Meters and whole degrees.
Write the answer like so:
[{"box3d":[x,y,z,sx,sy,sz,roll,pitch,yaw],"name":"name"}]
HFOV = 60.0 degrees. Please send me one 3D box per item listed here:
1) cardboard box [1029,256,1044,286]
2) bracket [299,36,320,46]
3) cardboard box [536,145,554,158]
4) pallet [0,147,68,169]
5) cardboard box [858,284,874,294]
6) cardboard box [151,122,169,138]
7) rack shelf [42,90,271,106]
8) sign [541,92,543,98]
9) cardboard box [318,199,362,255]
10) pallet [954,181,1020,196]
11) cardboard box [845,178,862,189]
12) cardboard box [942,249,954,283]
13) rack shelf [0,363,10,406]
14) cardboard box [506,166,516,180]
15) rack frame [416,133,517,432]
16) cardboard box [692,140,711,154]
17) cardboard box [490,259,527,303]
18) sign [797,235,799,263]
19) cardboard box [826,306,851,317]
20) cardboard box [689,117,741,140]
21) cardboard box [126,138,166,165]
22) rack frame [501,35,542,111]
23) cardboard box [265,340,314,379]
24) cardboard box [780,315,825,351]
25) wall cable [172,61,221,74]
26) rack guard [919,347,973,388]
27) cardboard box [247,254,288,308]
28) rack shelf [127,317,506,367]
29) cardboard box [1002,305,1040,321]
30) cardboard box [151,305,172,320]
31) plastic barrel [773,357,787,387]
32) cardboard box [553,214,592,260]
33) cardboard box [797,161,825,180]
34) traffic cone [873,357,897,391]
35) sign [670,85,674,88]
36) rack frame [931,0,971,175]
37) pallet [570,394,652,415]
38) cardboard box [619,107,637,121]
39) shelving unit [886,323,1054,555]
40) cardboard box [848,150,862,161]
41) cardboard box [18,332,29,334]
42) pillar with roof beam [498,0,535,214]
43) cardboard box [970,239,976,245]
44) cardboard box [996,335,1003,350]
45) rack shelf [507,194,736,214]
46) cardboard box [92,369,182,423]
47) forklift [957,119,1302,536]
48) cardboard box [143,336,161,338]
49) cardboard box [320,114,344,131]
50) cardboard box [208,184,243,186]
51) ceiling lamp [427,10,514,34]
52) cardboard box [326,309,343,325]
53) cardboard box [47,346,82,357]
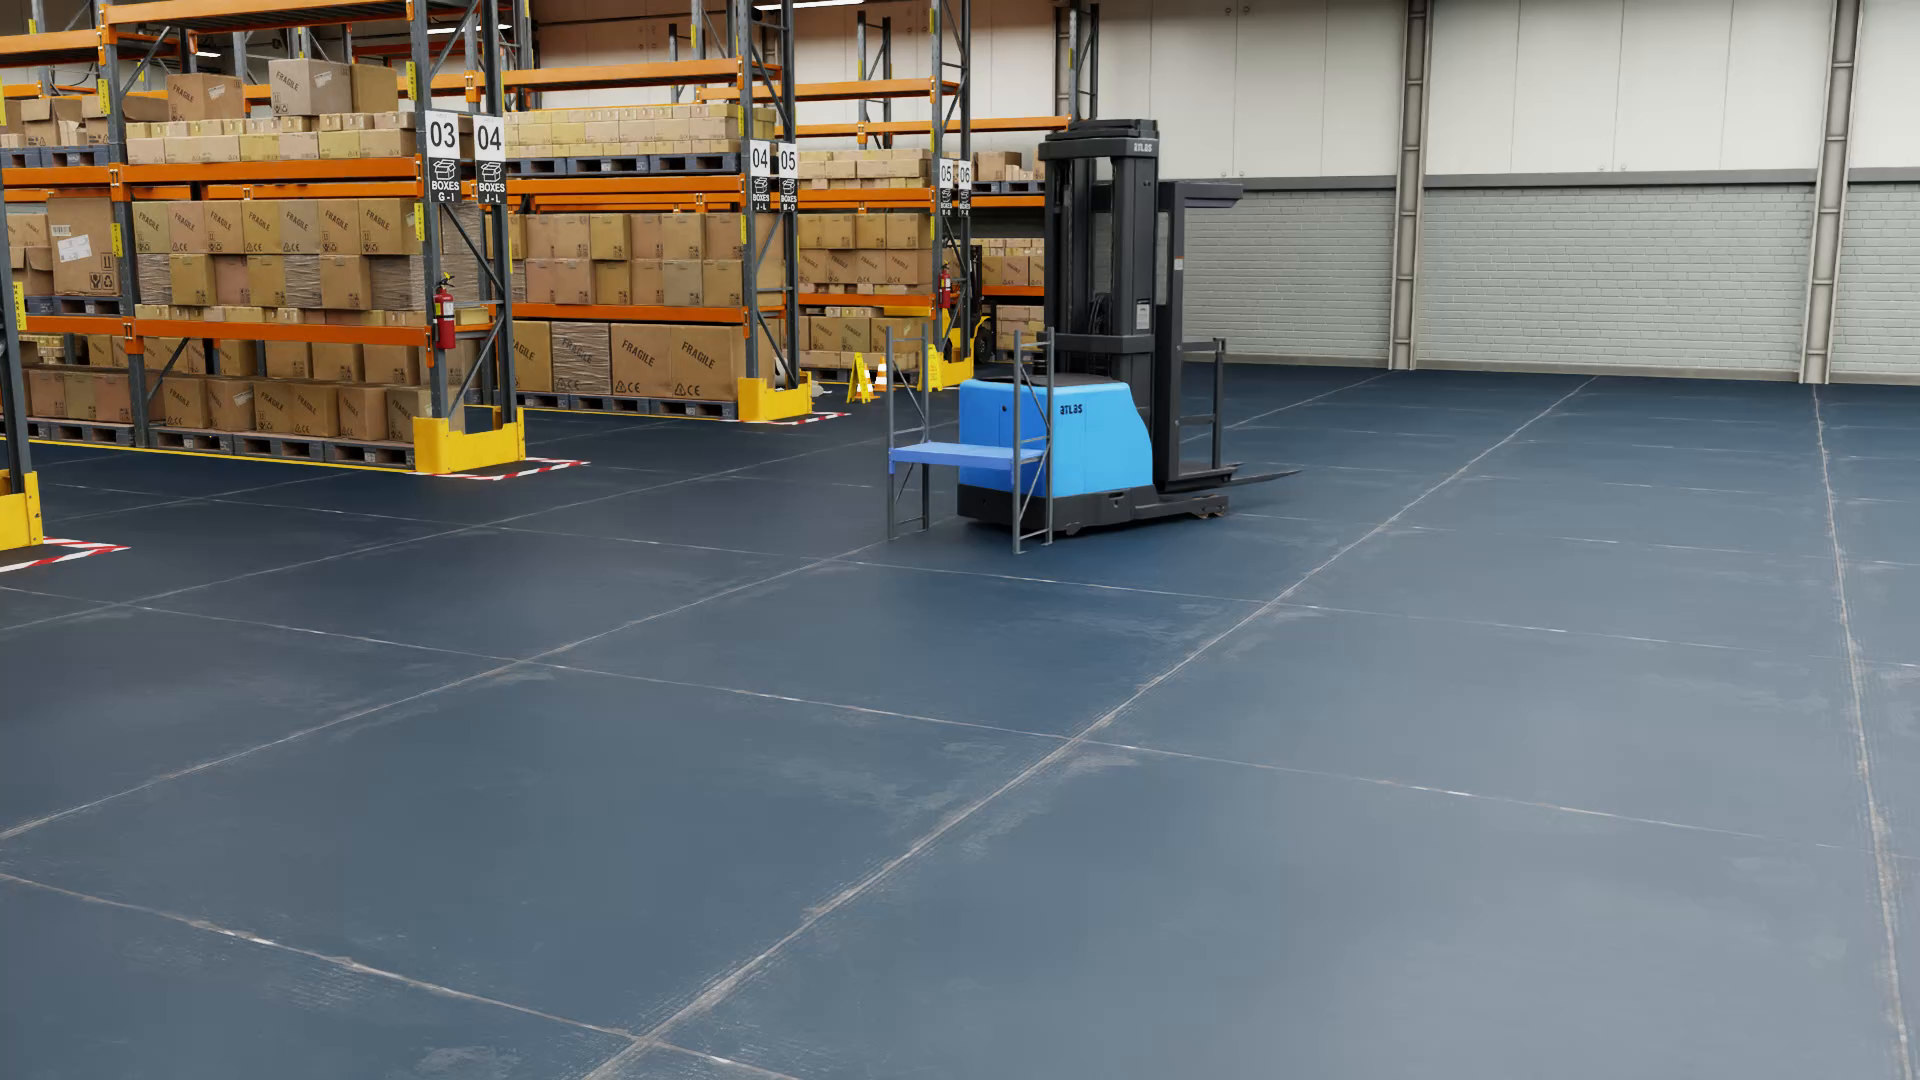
[{"box3d":[1.513,-4.591,28.393,0.500,0.500,0.500,5,11,25],"name":"cardboard box"},{"box3d":[-14.082,-10.796,36.006,0.430,0.232,0.235,5,11,26],"name":"bracket"},{"box3d":[-4.952,-4.734,20.287,0.250,0.149,0.380,5,11,25],"name":"cardboard box"},{"box3d":[-9.532,-4.015,17.595,1.003,0.211,1.213,5,11,26],"name":"pallet"},{"box3d":[-1.293,-3.665,24.262,0.250,0.149,0.380,5,12,27],"name":"cardboard box"},{"box3d":[-7.670,-3.998,16.276,0.250,0.149,0.380,4,11,23],"name":"cardboard box"},{"box3d":[-11.190,-6.143,23.545,4.000,0.370,1.077,5,11,26],"name":"rack shelf"},{"box3d":[-8.450,-9.069,33.505,0.005,0.325,0.100,5,11,26],"name":"sign"},{"box3d":[-5.561,-2.899,15.402,0.500,0.500,0.500,5,11,26],"name":"cardboard box"},{"box3d":[0.350,-6.133,29.021,1.213,0.211,1.003,5,11,26],"name":"pallet"},{"box3d":[-1.469,-5.171,24.162,0.250,0.149,0.380,5,11,25],"name":"cardboard box"},{"box3d":[-0.424,-4.029,24.453,0.500,0.500,0.500,5,11,25],"name":"cardboard box"},{"box3d":[-8.492,-1.182,11.857,4.000,0.370,1.077,5,11,26],"name":"rack shelf"},{"box3d":[-7.702,-6.121,27.238,0.637,0.503,0.797,4,11,22],"name":"cardboard box"},{"box3d":[-4.507,-2.169,15.293,0.127,3.000,1.000,5,11,26],"name":"rack frame"},{"box3d":[-2.896,-4.554,19.291,0.250,0.149,0.380,5,11,26],"name":"cardboard box"},{"box3d":[-5.473,-3.315,21.204,0.550,0.550,0.875,5,11,26],"name":"cardboard box"},{"box3d":[-1.971,-3.506,20.028,0.005,0.325,0.100,5,11,26],"name":"sign"},{"box3d":[-1.775,-3.375,24.568,0.250,0.149,0.380,6,12,28],"name":"cardboard box"},{"box3d":[-2.785,-4.752,19.265,0.500,0.250,0.500,5,11,27],"name":"cardboard box"},{"box3d":[-7.804,-3.810,16.358,0.500,0.250,0.500,5,11,24],"name":"cardboard box"},{"box3d":[-8.691,-8.442,33.110,0.127,3.000,1.000,5,11,26],"name":"rack frame"},{"box3d":[-8.890,-2.621,22.927,0.750,0.750,1.050,5,11,25],"name":"cardboard box"},{"box3d":[-2.350,-3.119,24.975,0.500,0.500,0.500,6,12,29],"name":"cardboard box"},{"box3d":[-16.773,-12.144,37.943,0.133,3.039,2.988,5,11,26],"name":"wall cable"},{"box3d":[-0.191,-2.528,24.293,0.348,0.500,1.175,5,11,26],"name":"rack guard"},{"box3d":[-6.362,-2.520,16.117,0.500,0.500,0.875,5,11,26],"name":"cardboard box"},{"box3d":[-6.301,-1.973,16.227,4.000,0.370,1.077,5,11,26],"name":"rack shelf"},{"box3d":[1.059,-3.916,28.680,0.500,0.250,0.500,5,12,27],"name":"cardboard box"},{"box3d":[-7.816,-2.274,16.577,0.250,0.149,0.380,5,11,26],"name":"cardboard box"},{"box3d":[-2.645,-2.405,23.830,0.512,0.421,0.421,-4,11,-23],"name":"plastic barrel"},{"box3d":[-4.525,-3.750,20.573,0.550,0.550,0.875,5,11,26],"name":"cardboard box"},{"box3d":[-2.072,-5.417,24.402,0.500,0.250,0.500,5,11,26],"name":"cardboard box"},{"box3d":[-1.079,-2.331,23.312,0.334,0.463,0.336,5,11,26],"name":"traffic cone"},{"box3d":[-5.335,-8.538,30.795,0.005,0.325,0.100,5,11,26],"name":"sign"},{"box3d":[-0.122,-6.704,23.503,0.127,3.000,1.000,5,11,26],"name":"rack frame"},{"box3d":[-4.064,-1.728,20.685,1.213,0.211,1.003,5,11,26],"name":"pallet"},{"box3d":[-3.814,-5.027,19.665,0.250,0.149,0.380,5,11,25],"name":"cardboard box"},{"box3d":[0.065,-0.723,11.511,1.048,1.500,0.538,6,12,31],"name":"shelving unit"},{"box3d":[-1.428,-5.568,24.118,0.250,0.149,0.380,5,11,26],"name":"cardboard box"},{"box3d":[-14.591,-3.183,26.050,0.250,0.149,0.380,5,11,26],"name":"cardboard box"},{"box3d":[-10.821,-7.954,30.409,0.548,9.000,9.100,5,11,26],"name":"pillar with roof beam"},{"box3d":[0.278,-5.174,28.959,0.250,0.149,0.380,5,11,27],"name":"cardboard box"},{"box3d":[0.623,-3.467,29.003,0.500,0.250,0.500,5,11,26],"name":"cardboard box"},{"box3d":[-5.503,-5.347,26.447,4.000,0.370,1.077,5,11,26],"name":"rack shelf"},{"box3d":[-8.636,-1.523,17.504,0.500,0.500,0.700,4,11,21],"name":"cardboard box"},{"box3d":[1.435,-1.666,12.704,3.031,2.935,1.130,-8,13,-39],"name":"forklift"},{"box3d":[-11.504,-3.062,23.958,0.500,0.250,0.500,6,12,28],"name":"cardboard box"},{"box3d":[-5.605,-3.799,15.176,0.250,0.149,0.380,5,11,26],"name":"cardboard box"},{"box3d":[-10.021,-5.113,22.857,0.500,0.500,0.500,5,11,26],"name":"cardboard box"},{"box3d":[-8.912,-10.898,30.286,2.000,3.185,0.800,5,11,26],"name":"ceiling lamp"},{"box3d":[-5.748,-2.115,15.698,0.250,0.149,0.380,5,11,26],"name":"cardboard box"},{"box3d":[-13.407,-2.823,24.897,0.250,0.149,0.380,5,12,27],"name":"cardboard box"}]
